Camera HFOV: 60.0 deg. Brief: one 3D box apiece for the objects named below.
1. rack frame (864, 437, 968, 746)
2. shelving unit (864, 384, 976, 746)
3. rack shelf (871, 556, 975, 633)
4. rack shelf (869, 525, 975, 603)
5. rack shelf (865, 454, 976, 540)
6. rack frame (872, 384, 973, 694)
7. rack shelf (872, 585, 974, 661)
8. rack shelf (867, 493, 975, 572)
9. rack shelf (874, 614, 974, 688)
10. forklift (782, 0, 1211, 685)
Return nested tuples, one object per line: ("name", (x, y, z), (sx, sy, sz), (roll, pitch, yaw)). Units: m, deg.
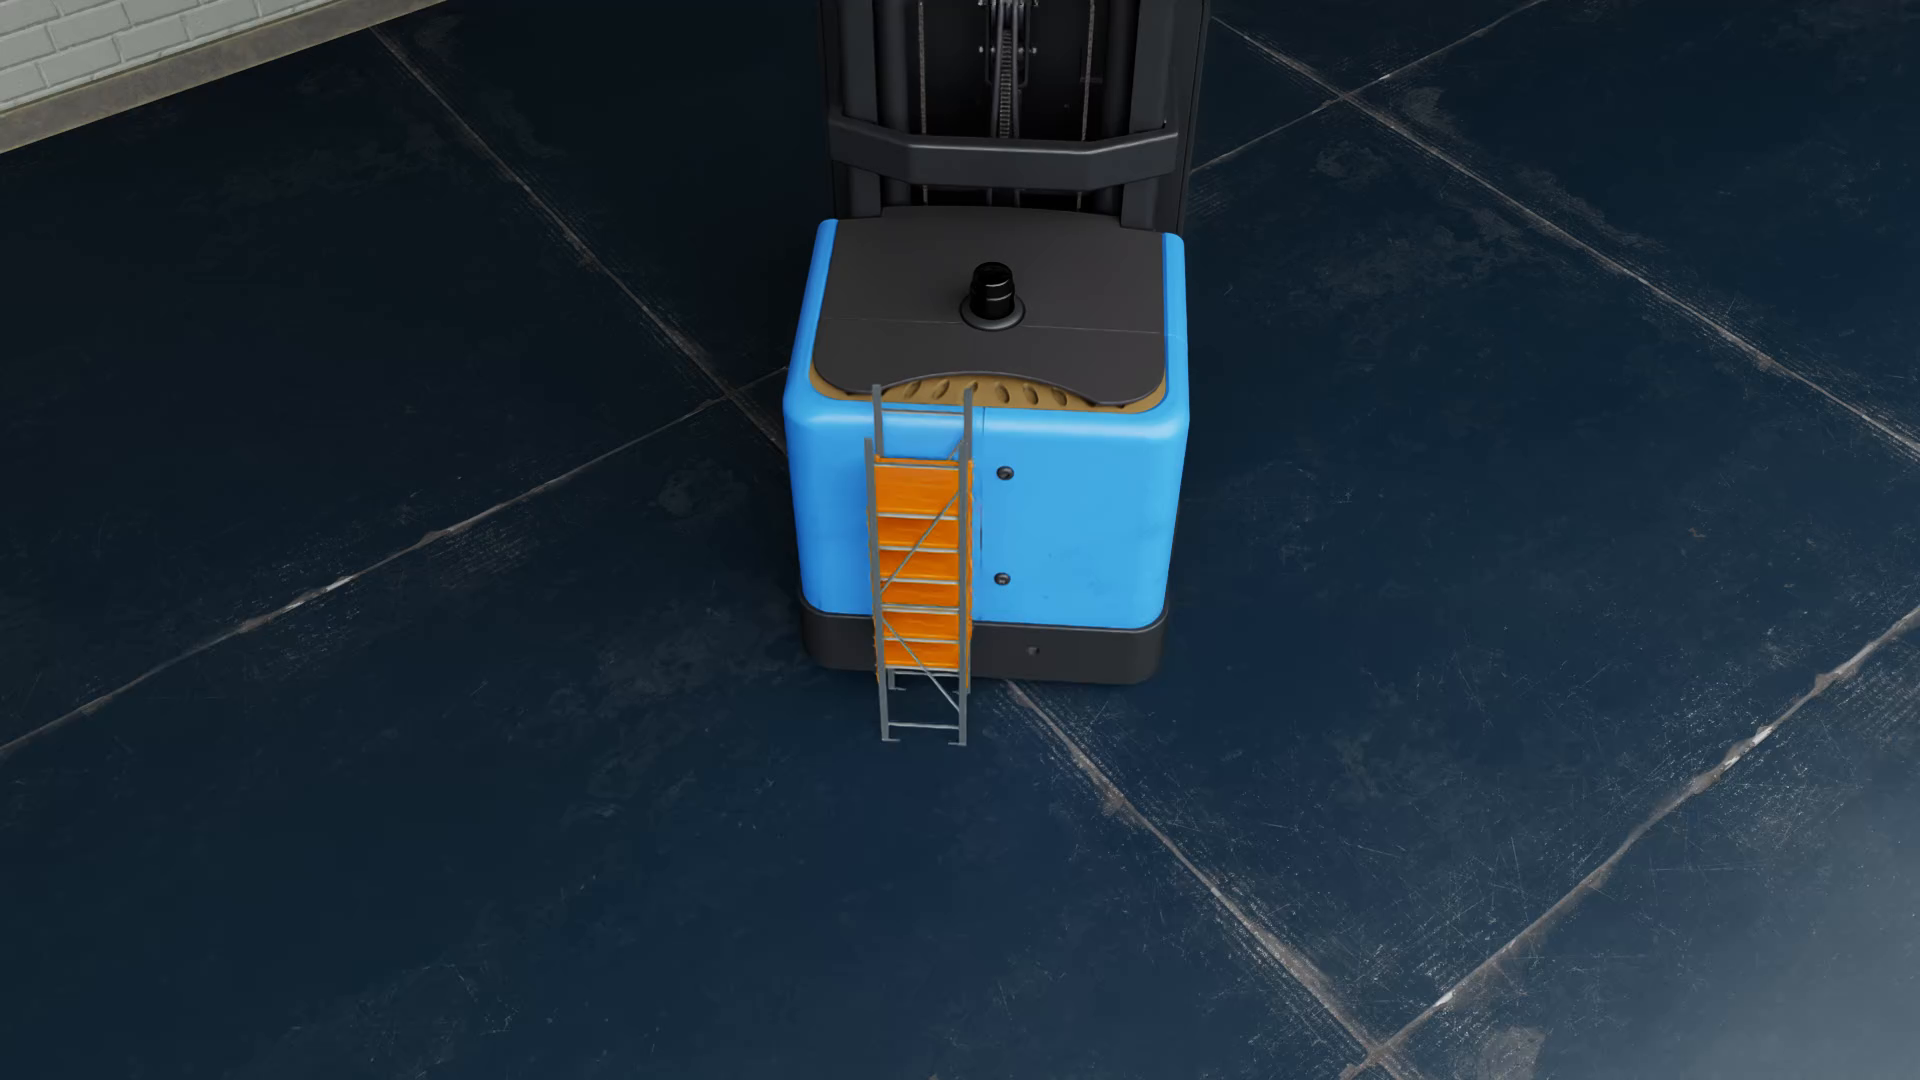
("rack frame", (-0.102, 0.173, 4.283), (0.240, 1.200, 0.006), (3, 48, 3))
("shelving unit", (-0.096, 0.106, 4.344), (0.258, 1.200, 0.189), (3, 48, 3))
("rack shelf", (-0.096, 0.136, 4.377), (0.258, 0.103, 0.180), (3, 48, 3))
("rack shelf", (-0.096, 0.055, 4.288), (0.258, 0.103, 0.180), (3, 48, 3))
("rack shelf", (-0.096, -0.106, 4.110), (0.258, 0.103, 0.180), (3, 48, 3))
("rack frame", (-0.090, 0.038, 4.405), (0.240, 1.200, 0.006), (3, 48, 3))
("rack shelf", (-0.096, 0.216, 4.466), (0.258, 0.103, 0.180), (3, 48, 3))
("rack shelf", (-0.096, -0.025, 4.199), (0.258, 0.103, 0.180), (3, 48, 3))
("rack shelf", (-0.096, 0.297, 4.555), (0.258, 0.103, 0.180), (3, 48, 3))
("forklift", (0.159, -1.660, 4.777), (1.130, 2.935, 3.031), (3, 48, 3))
